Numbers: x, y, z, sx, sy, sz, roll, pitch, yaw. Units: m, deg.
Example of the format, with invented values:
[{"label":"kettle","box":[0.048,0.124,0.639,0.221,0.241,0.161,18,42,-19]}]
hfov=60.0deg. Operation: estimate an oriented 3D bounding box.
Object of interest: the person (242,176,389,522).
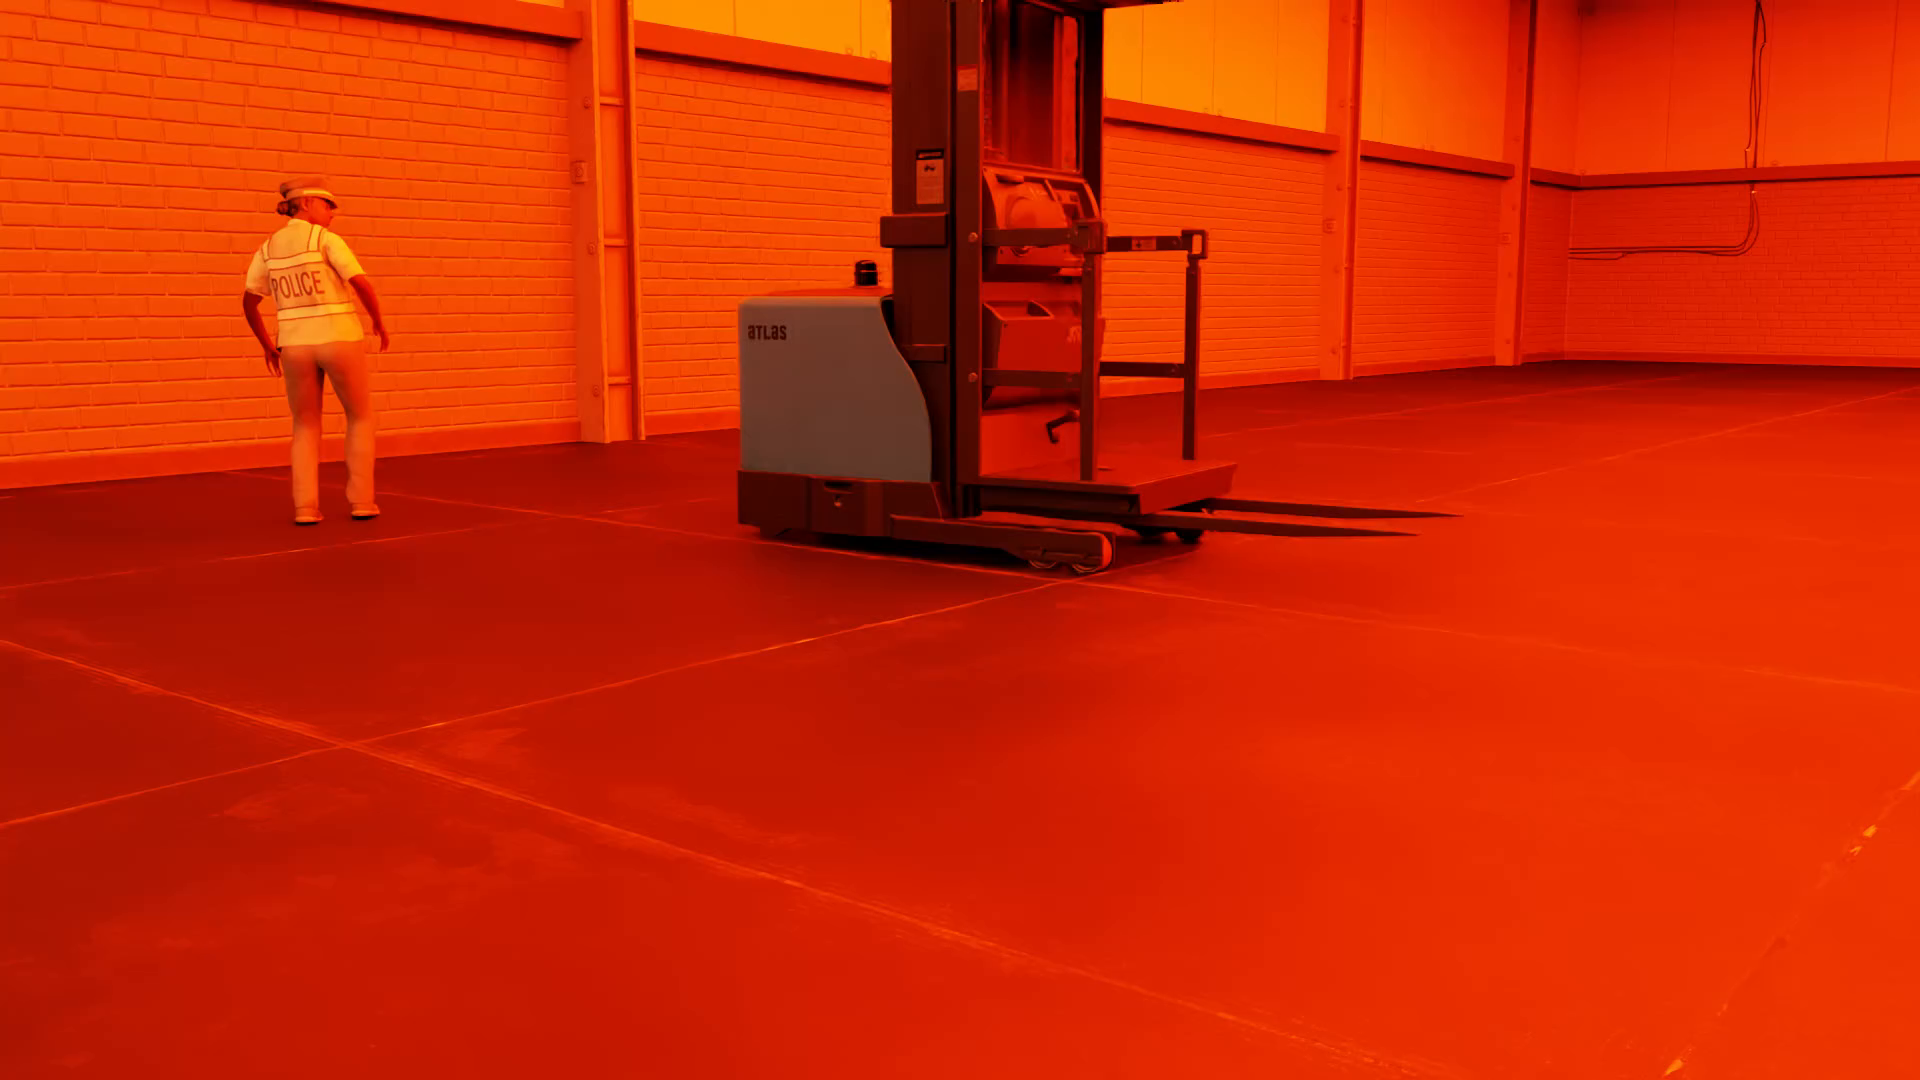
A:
[{"label":"person","box":[-3.078,-0.903,7.968,0.651,1.640,0.483,0,8,0]}]

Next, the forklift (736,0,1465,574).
[{"label":"forklift","box":[0.529,-1.405,6.887,3.031,2.935,1.130,5,10,31]}]
